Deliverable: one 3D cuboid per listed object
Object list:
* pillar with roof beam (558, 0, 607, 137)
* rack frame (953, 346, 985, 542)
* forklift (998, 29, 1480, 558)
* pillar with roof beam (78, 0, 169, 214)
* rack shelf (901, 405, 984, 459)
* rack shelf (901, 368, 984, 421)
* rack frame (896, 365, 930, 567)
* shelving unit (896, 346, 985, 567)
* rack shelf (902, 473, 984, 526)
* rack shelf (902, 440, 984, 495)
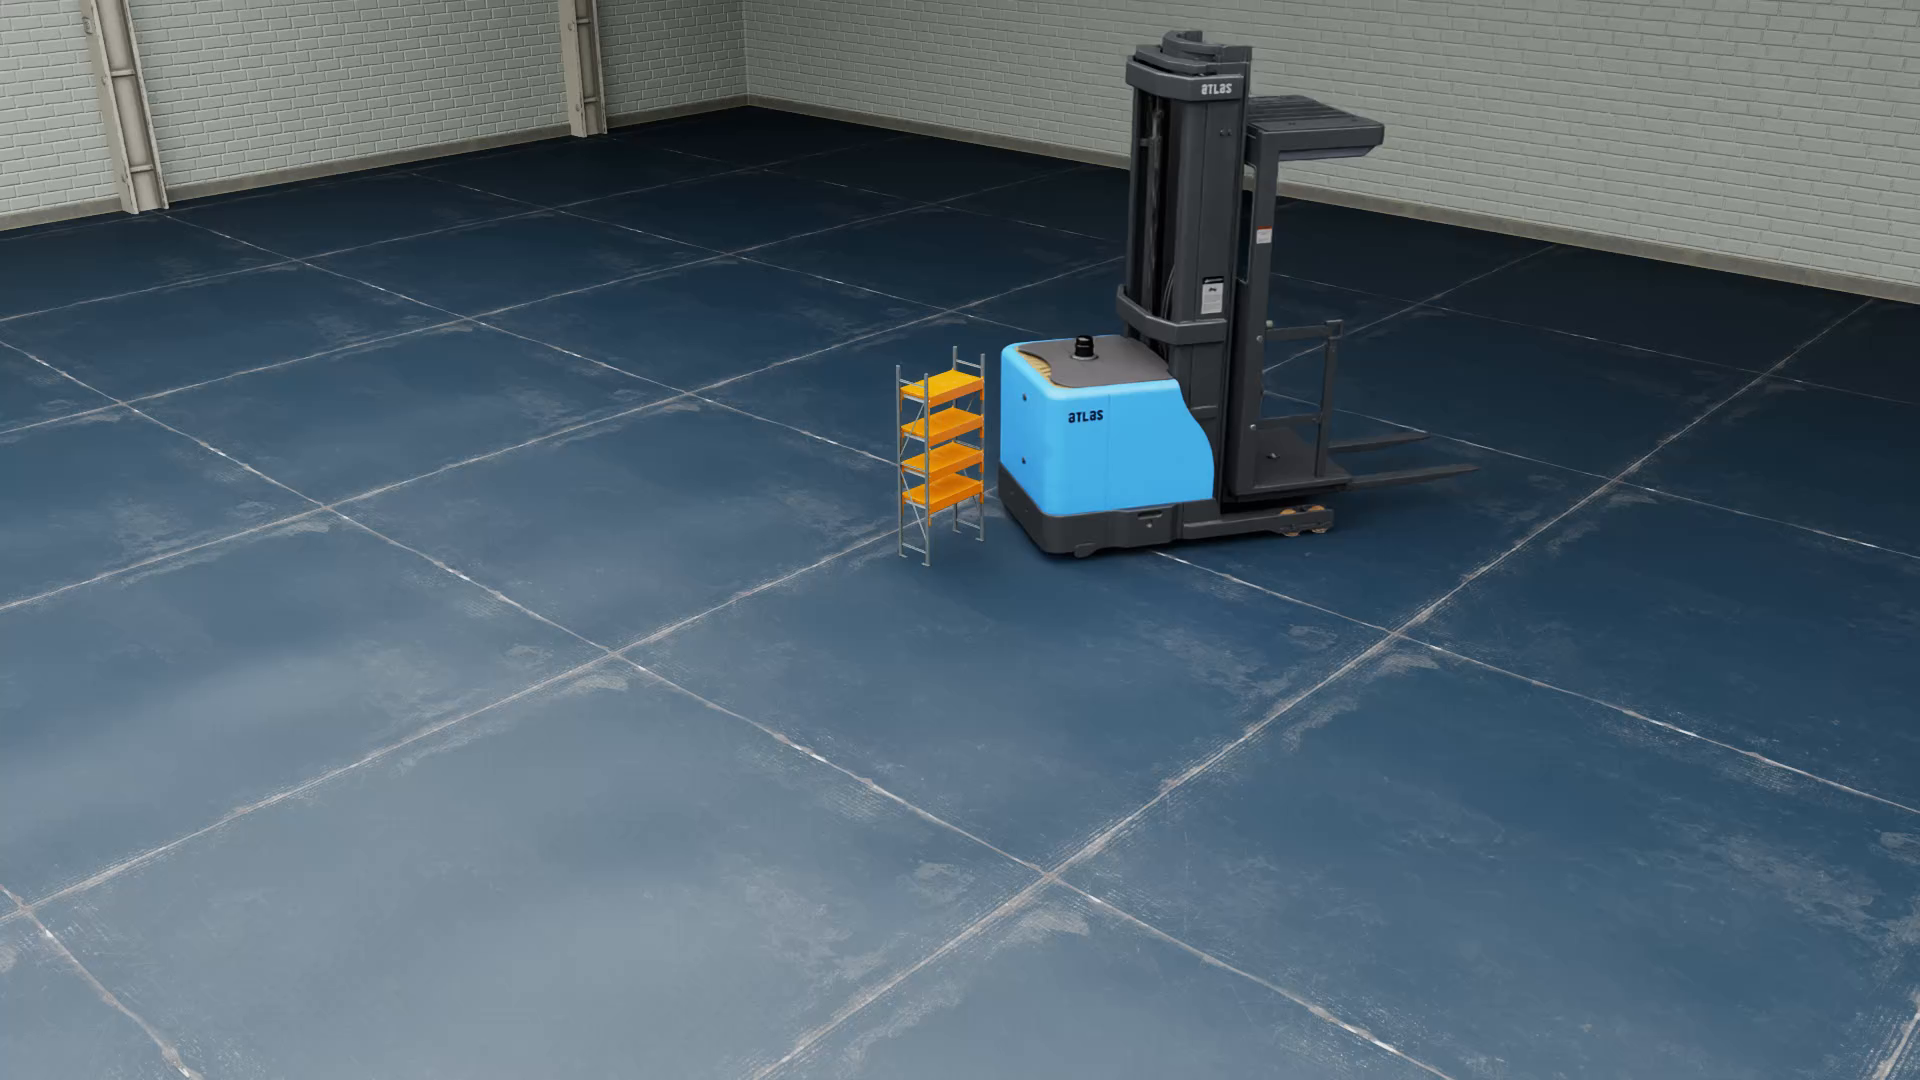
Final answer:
[{"bbox_3d":[-1.818,-8.429,18.050,9.100,9.000,0.400,20,31,38],"label":"pillar with roof beam"},{"bbox_3d":[0.052,-0.571,10.058,0.240,1.200,0.015,20,31,38],"label":"rack frame"},{"bbox_3d":[1.819,-1.558,10.143,3.031,2.935,1.130,-7,25,-15],"label":"forklift"},{"bbox_3d":[-5.822,-6.601,13.973,9.100,9.000,0.400,20,31,38],"label":"pillar with roof beam"},{"bbox_3d":[-0.110,-0.640,9.828,0.258,0.148,0.480,20,31,38],"label":"rack shelf"},{"bbox_3d":[-0.110,-0.856,9.731,0.258,0.148,0.480,20,31,38],"label":"rack shelf"},{"bbox_3d":[-0.273,-0.423,9.726,0.240,1.200,0.015,20,31,38],"label":"rack frame"},{"bbox_3d":[-0.110,-0.497,9.892,0.258,1.200,0.503,20,31,38],"label":"shelving unit"},{"bbox_3d":[-0.110,-0.254,10.001,0.258,0.148,0.480,20,31,38],"label":"rack shelf"},{"bbox_3d":[-0.110,-0.436,9.920,0.258,0.148,0.480,20,31,38],"label":"rack shelf"}]
